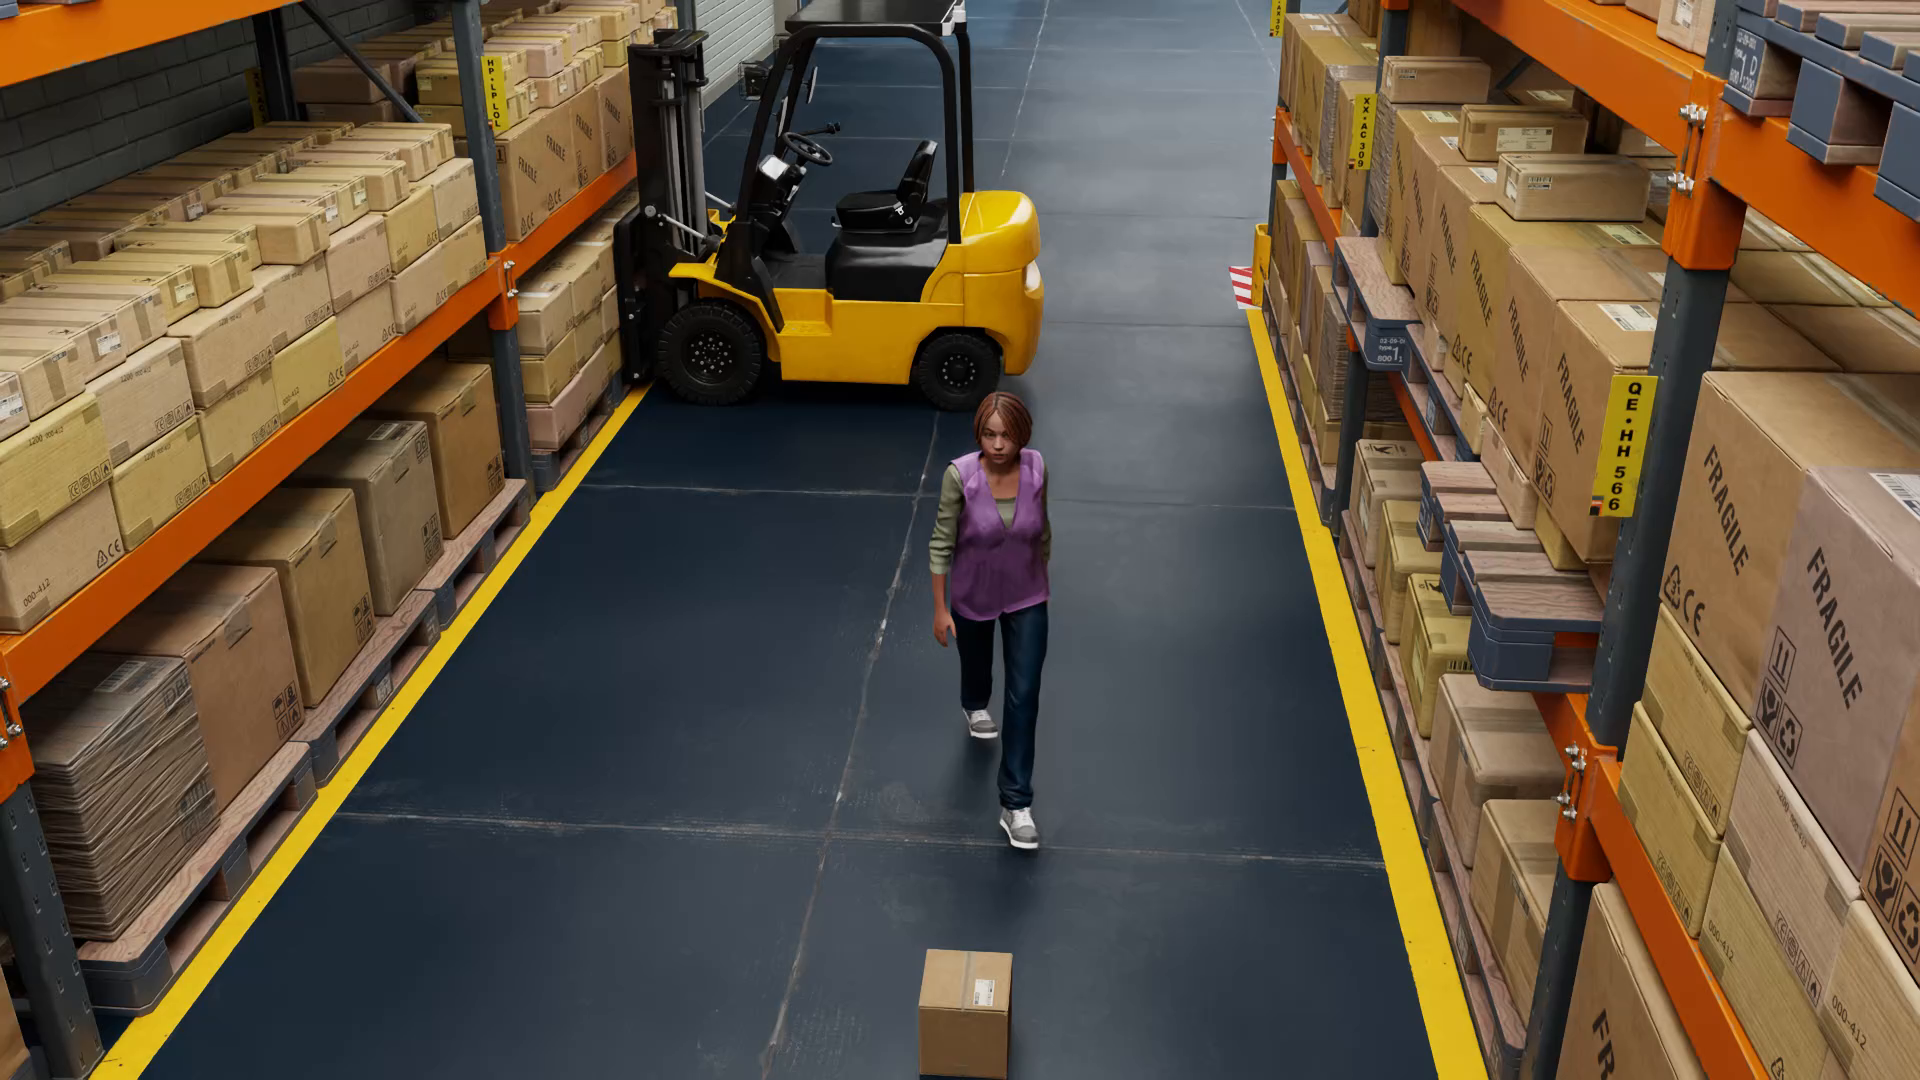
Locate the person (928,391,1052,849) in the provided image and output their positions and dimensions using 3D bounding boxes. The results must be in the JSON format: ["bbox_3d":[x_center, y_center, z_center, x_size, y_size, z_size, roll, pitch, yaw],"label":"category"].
[{"bbox_3d":[0.106,0.241,5.745,0.431,1.437,0.943,-2,25,-4],"label":"person"}]
